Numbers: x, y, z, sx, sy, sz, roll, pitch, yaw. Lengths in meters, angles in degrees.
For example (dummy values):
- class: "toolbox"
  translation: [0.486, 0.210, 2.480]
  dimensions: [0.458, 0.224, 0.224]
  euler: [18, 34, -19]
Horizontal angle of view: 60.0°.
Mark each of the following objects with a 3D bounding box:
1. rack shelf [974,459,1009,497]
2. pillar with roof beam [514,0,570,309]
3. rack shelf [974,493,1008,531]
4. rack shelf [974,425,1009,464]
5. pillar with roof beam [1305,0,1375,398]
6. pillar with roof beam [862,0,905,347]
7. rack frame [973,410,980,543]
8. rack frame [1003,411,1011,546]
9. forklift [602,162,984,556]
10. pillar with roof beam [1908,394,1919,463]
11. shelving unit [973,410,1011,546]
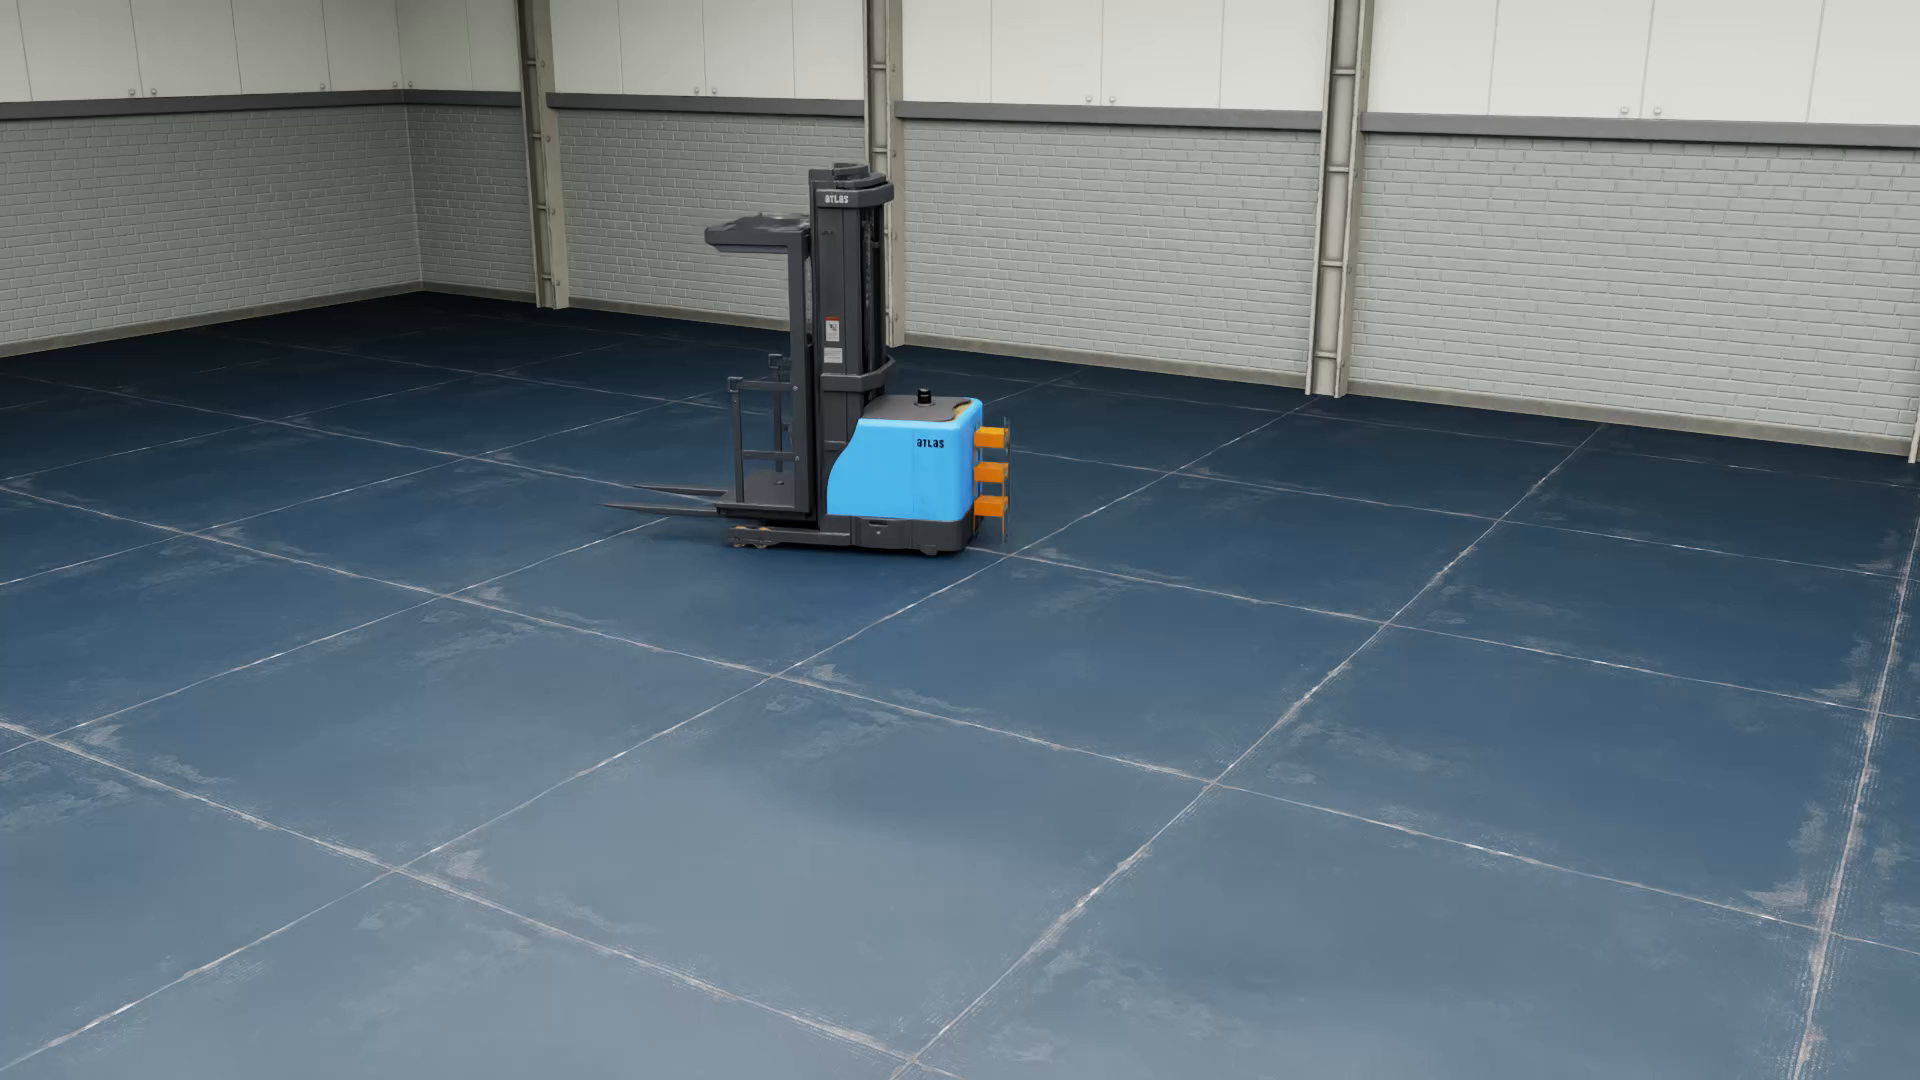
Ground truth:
- class: "rack shelf"
  translation: [0.252, -0.484, 13.204]
  dimensions: [0.240, 0.259, 0.215]
  euler: [4, 17, 14]
- class: "pillar with roof beam"
  translation: [-8.327, -6.724, 20.033]
  dimensions: [0.400, 9.000, 9.100]
  euler: [10, 20, 30]
- class: "rack shelf"
  translation: [0.252, -0.218, 13.285]
  dimensions: [0.240, 0.259, 0.215]
  euler: [4, 17, 14]
- class: "rack shelf"
  translation: [0.252, -0.755, 13.122]
  dimensions: [0.240, 0.259, 0.215]
  euler: [4, 17, 14]
- class: "pillar with roof beam"
  translation: [1.898, -4.898, 14.024]
  dimensions: [0.400, 9.000, 9.100]
  euler: [10, 20, 30]
- class: "pillar with roof beam"
  translation: [-3.215, -5.811, 17.028]
  dimensions: [0.400, 9.000, 9.100]
  euler: [10, 20, 30]
- class: "rack frame"
  translation: [0.134, -0.503, 13.230]
  dimensions: [0.008, 1.050, 0.200]
  euler: [4, 17, 14]
- class: "rack frame"
  translation: [0.370, -0.485, 13.172]
  dimensions: [0.008, 1.050, 0.200]
  euler: [4, 17, 14]
- class: "forklift"
  translation: [-1.372, -1.480, 13.210]
  dimensions: [3.031, 2.935, 1.130]
  euler: [4, 17, 11]
- class: "pillar with roof beam"
  translation: [7.011, -3.986, 11.019]
  dimensions: [0.400, 9.000, 9.100]
  euler: [10, 20, 30]
- class: "shelving unit"
  translation: [0.252, -0.494, 13.201]
  dimensions: [0.252, 1.050, 0.215]
  euler: [4, 17, 14]
